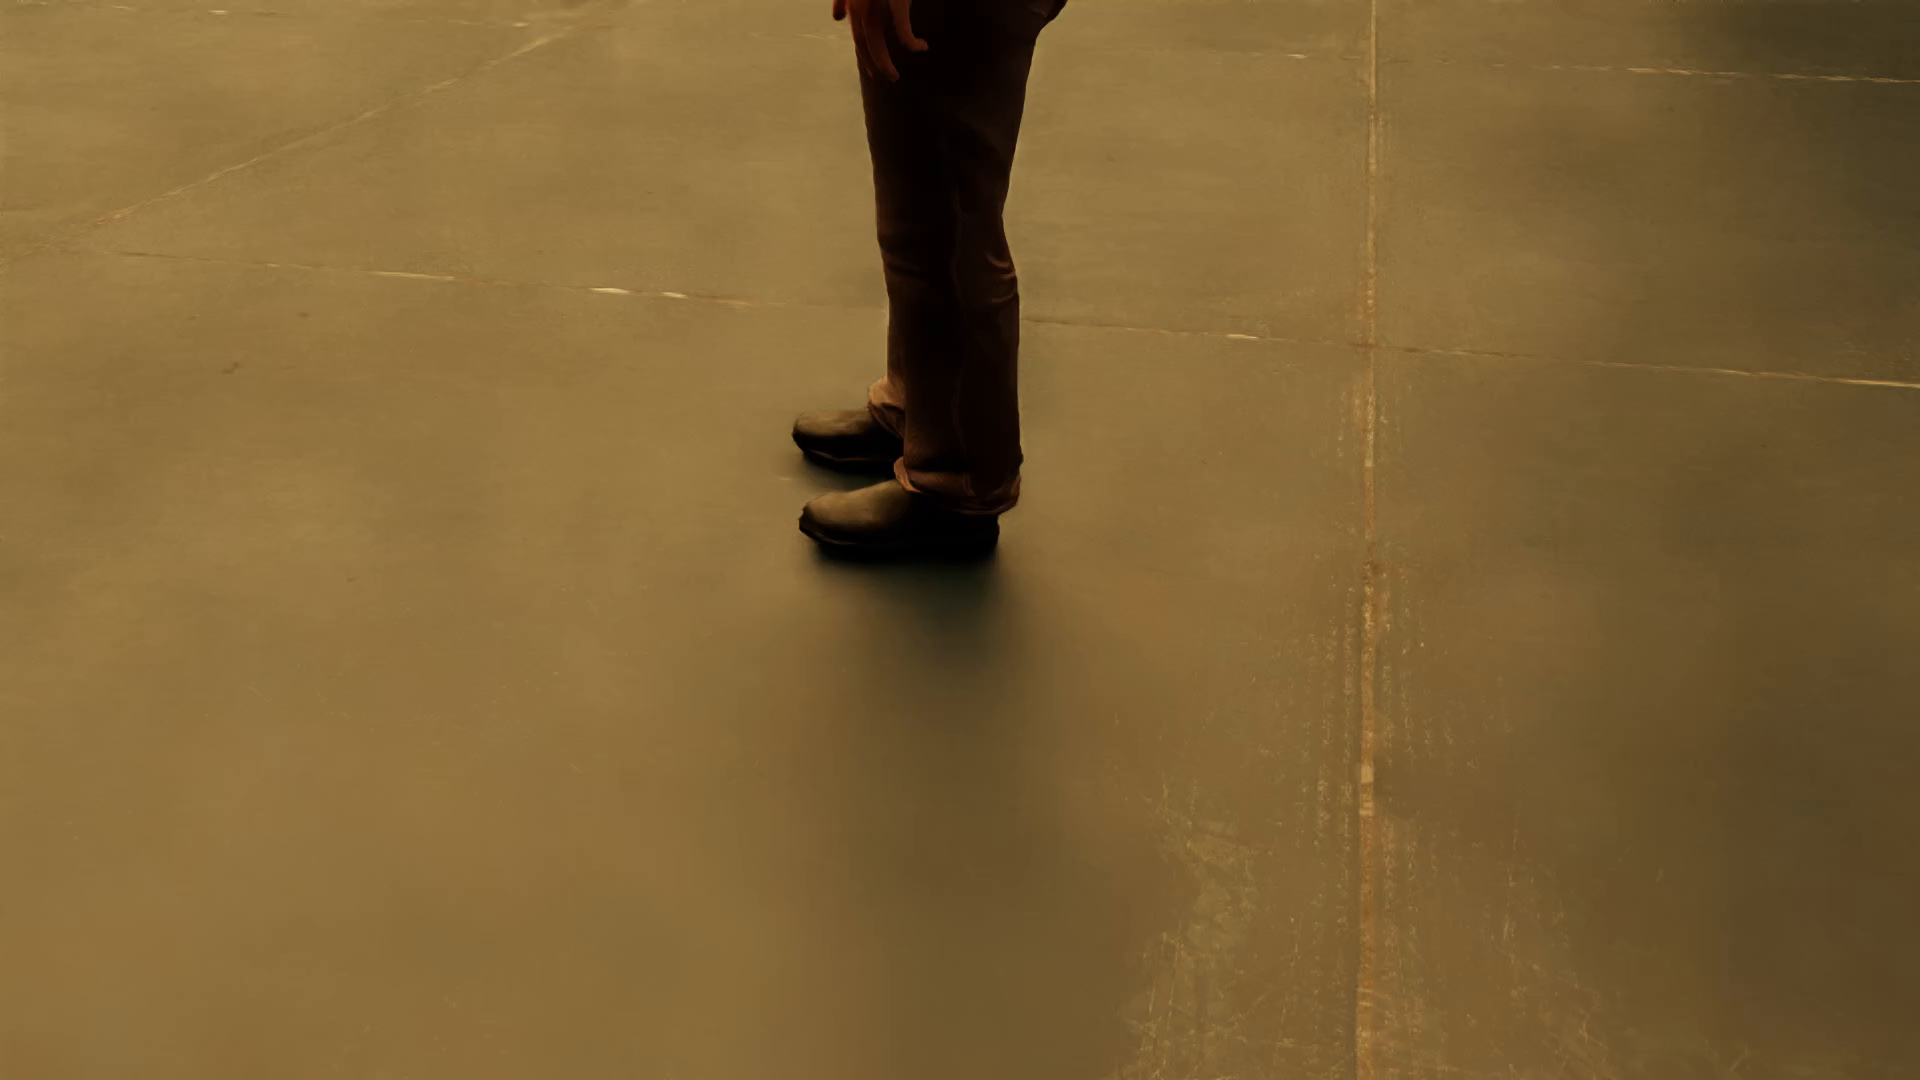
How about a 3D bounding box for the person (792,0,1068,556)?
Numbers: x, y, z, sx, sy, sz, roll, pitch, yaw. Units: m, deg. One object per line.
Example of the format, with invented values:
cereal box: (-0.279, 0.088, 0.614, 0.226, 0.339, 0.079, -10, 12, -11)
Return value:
person: (-0.059, -0.785, 2.128, 0.567, 1.720, 0.632, 6, 27, 11)
